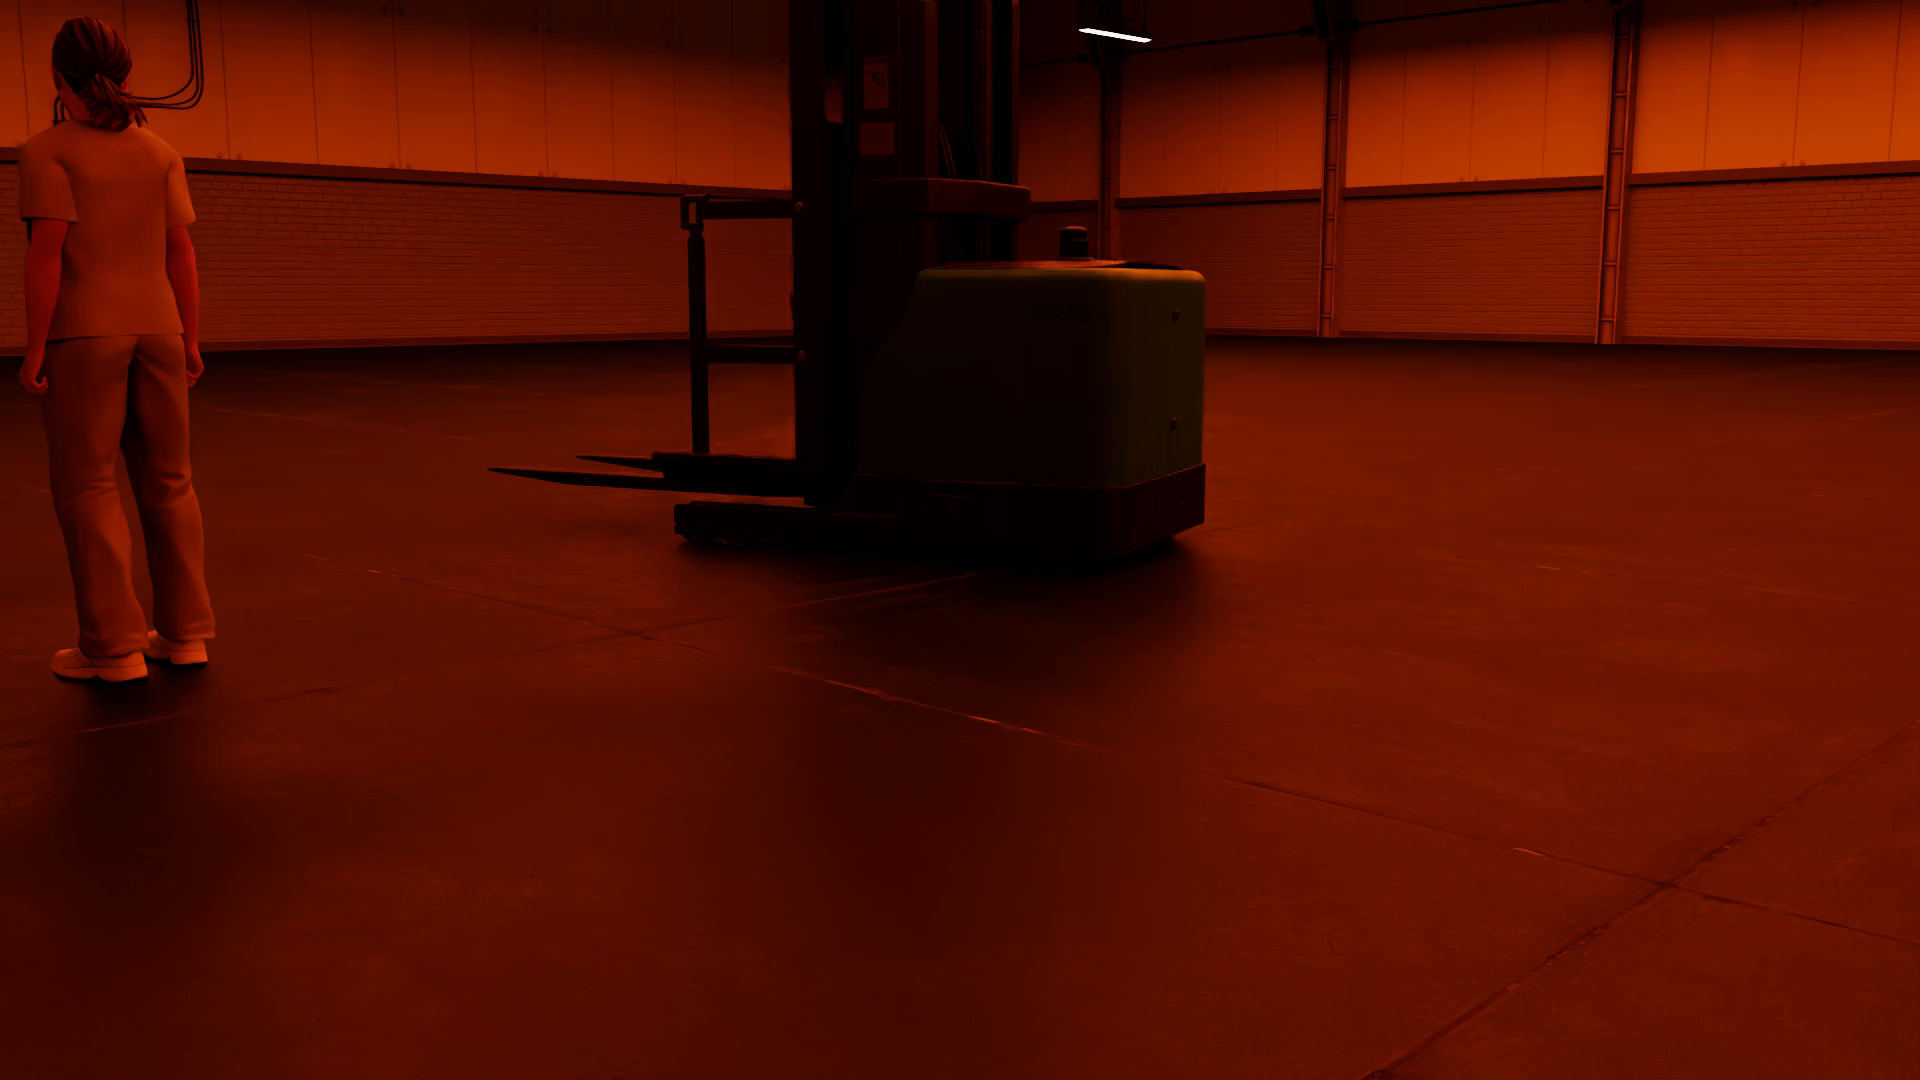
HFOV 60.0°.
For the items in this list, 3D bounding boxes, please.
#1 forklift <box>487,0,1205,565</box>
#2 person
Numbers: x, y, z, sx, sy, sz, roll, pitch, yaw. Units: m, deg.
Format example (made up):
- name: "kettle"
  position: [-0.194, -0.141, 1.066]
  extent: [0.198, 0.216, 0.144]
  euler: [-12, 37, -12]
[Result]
- name: "forklift"
  position: [-0.572, -1.488, 6.754]
  extent: [3.031, 2.935, 1.130]
  euler: [4, 10, 26]
- name: "person"
  position: [-2.192, -0.481, 4.298]
  extent: [0.382, 1.674, 0.472]
  euler: [6, 10, 33]
